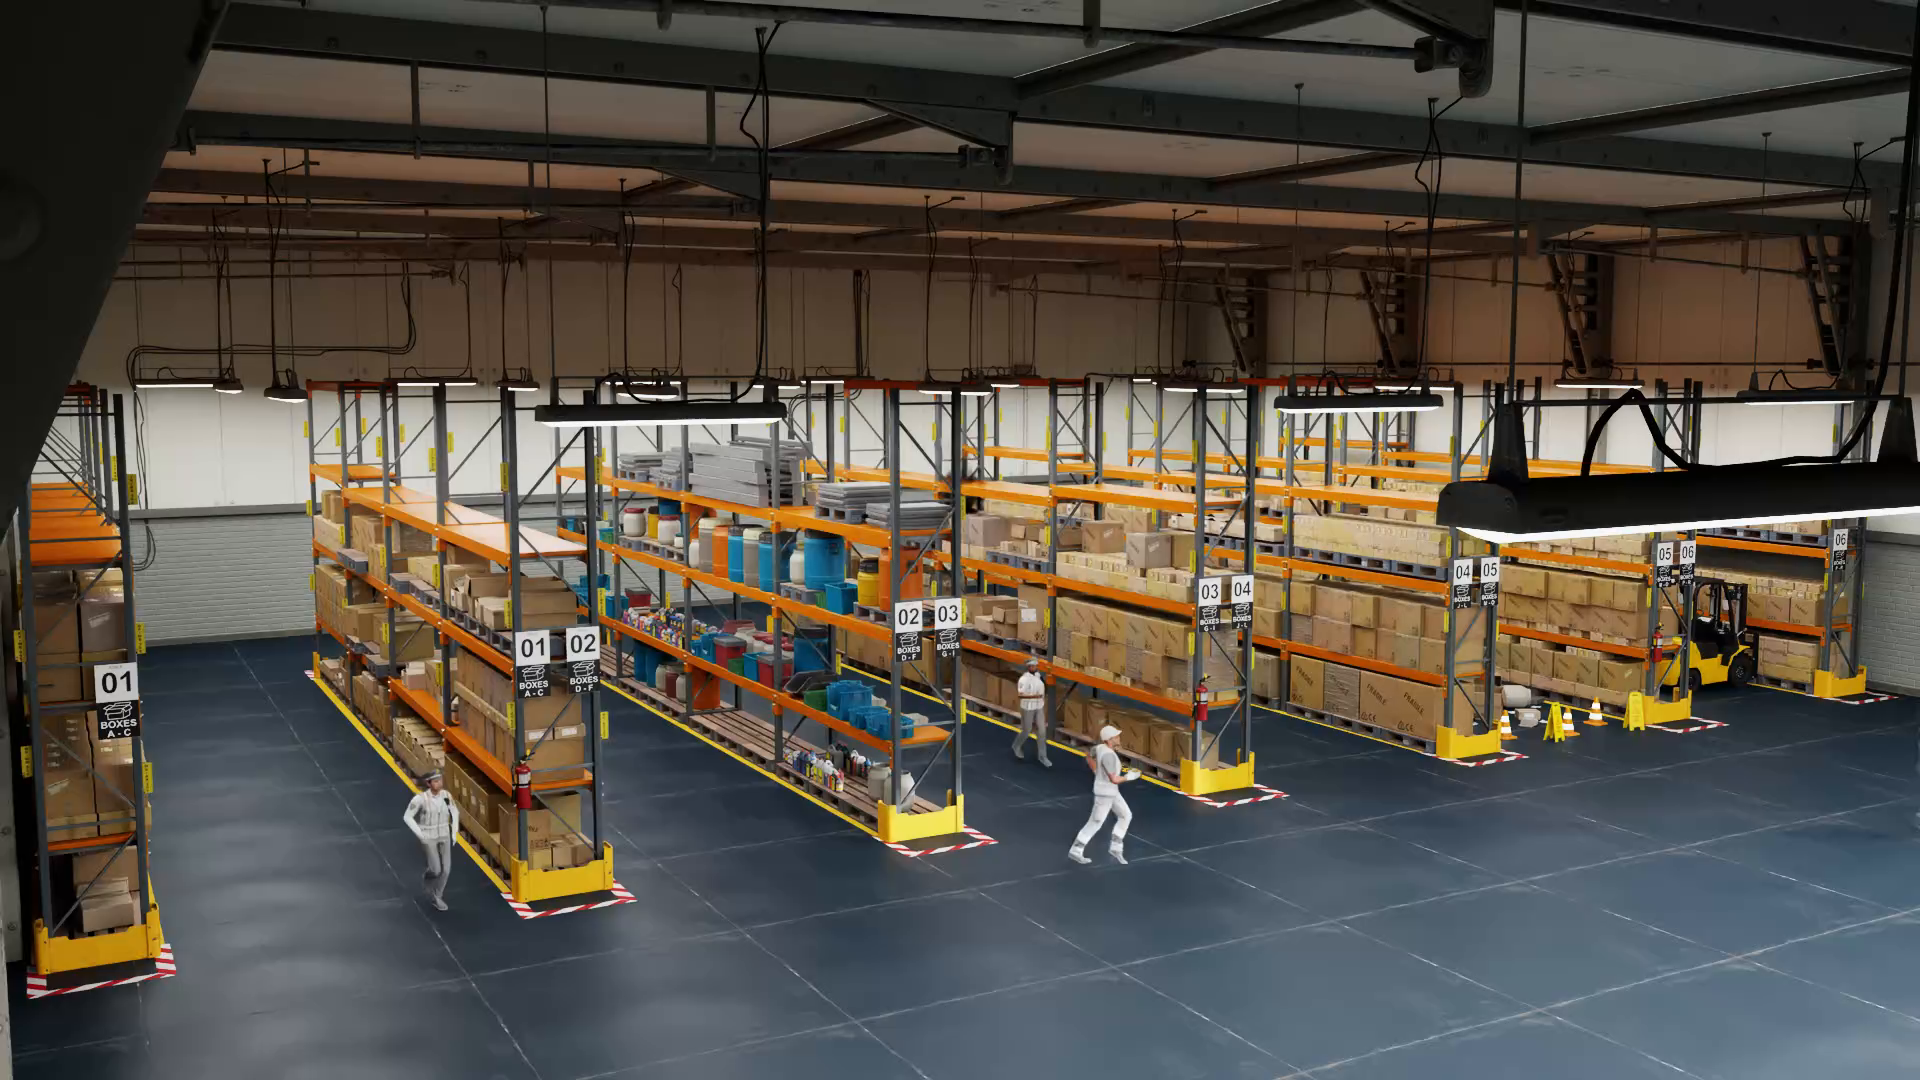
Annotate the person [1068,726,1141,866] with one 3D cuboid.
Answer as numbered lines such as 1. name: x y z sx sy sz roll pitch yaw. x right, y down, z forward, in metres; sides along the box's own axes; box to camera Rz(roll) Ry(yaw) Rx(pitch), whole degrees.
1. person: 1.816 3.221 20.921 0.908 1.817 0.676 0 6 4

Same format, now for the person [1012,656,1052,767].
1. person: 1.142 2.671 26.274 0.581 1.699 0.876 -4 7 -34

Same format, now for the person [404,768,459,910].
1. person: -6.108 3.466 19.349 0.652 1.666 0.502 -5 8 -40

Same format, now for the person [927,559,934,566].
1. person: -0.682 1.120 41.172 0.642 1.644 0.951 5 8 39
